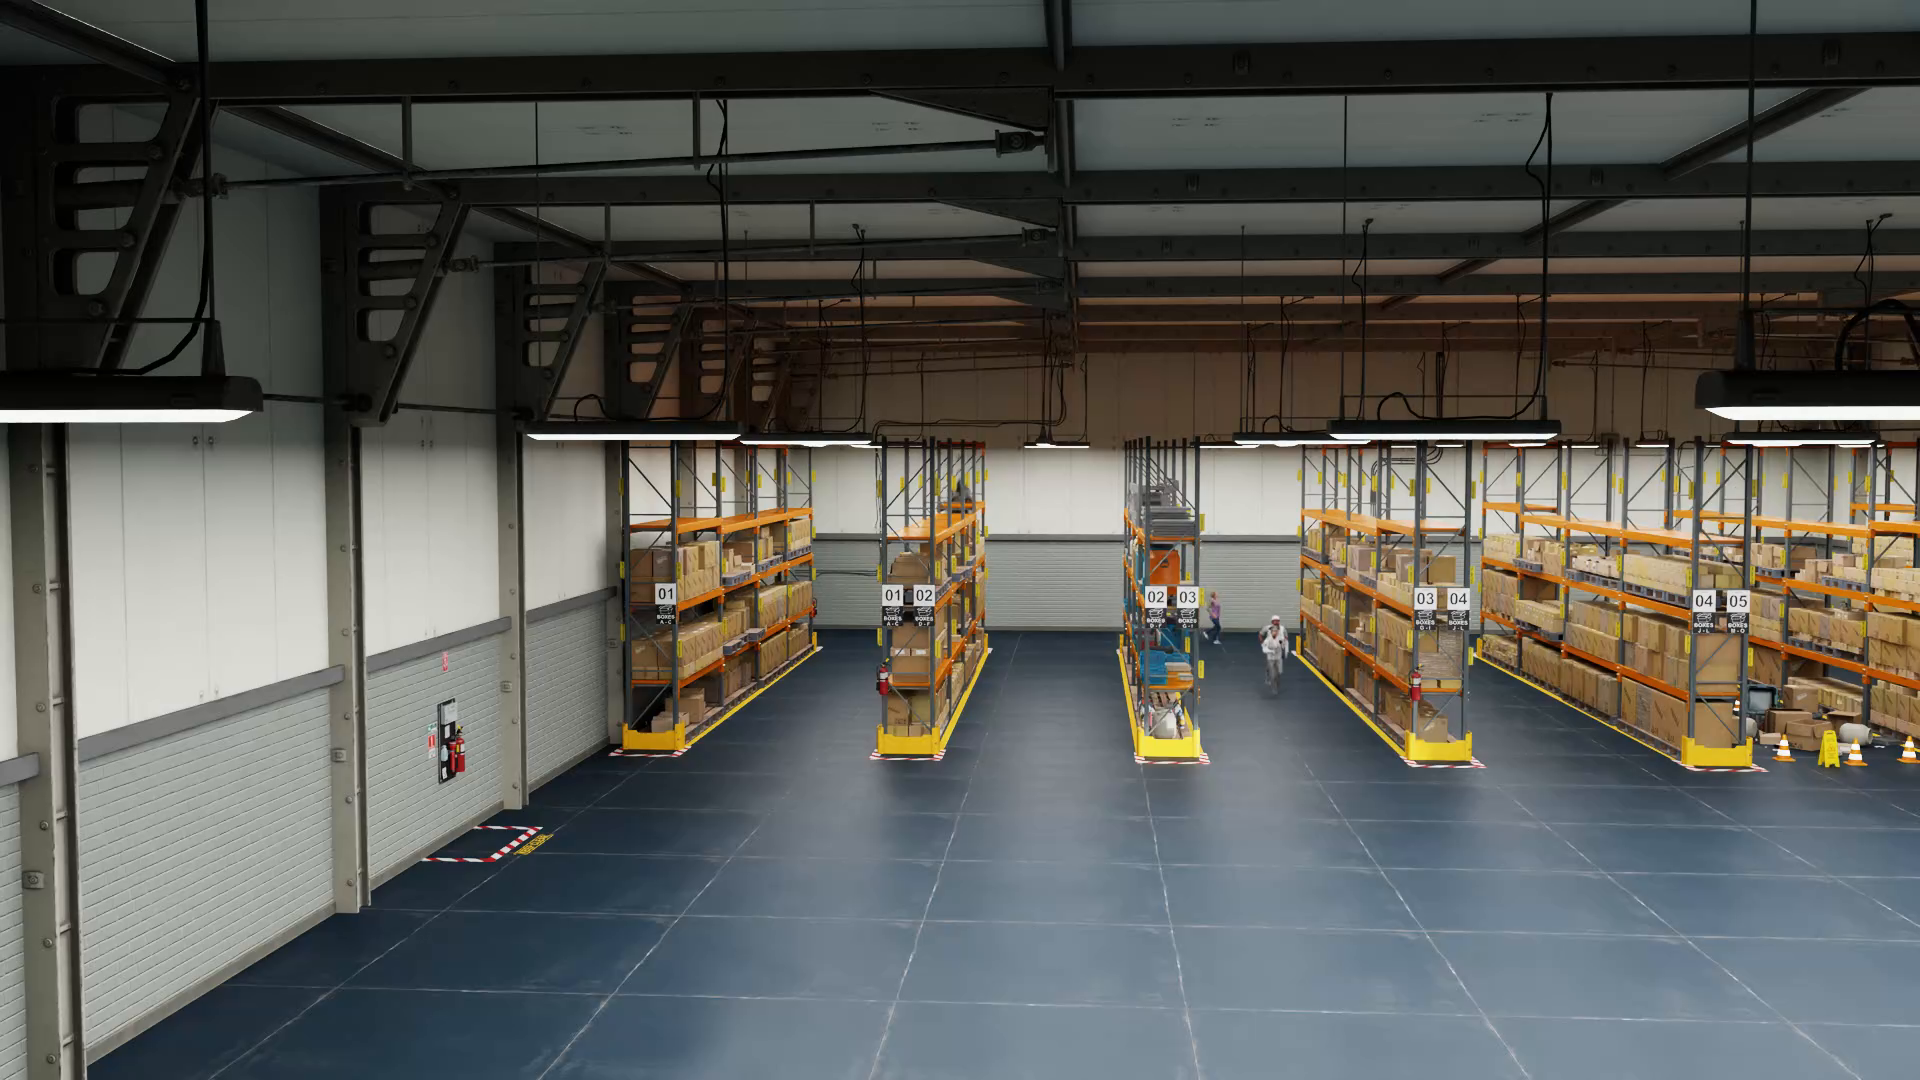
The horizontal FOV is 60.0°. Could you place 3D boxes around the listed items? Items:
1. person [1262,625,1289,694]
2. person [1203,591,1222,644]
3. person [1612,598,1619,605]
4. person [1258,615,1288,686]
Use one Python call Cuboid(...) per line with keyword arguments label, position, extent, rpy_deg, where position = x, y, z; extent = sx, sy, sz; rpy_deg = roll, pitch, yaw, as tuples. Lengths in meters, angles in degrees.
Cuboid(label="person", position=(7.385, 2.805, 38.872), extent=(0.648, 1.638, 0.729), rpy_deg=(0, 3, 1))
Cuboid(label="person", position=(7.522, 2.303, 49.531), extent=(0.609, 1.580, 0.535), rpy_deg=(2, 4, 34))
Cuboid(label="person", position=(18.664, 2.364, 47.367), extent=(0.872, 1.653, 0.608), rpy_deg=(0, 3, -5))
Cuboid(label="person", position=(7.623, 2.688, 40.277), extent=(0.679, 1.732, 0.640), rpy_deg=(0, 3, -5))
